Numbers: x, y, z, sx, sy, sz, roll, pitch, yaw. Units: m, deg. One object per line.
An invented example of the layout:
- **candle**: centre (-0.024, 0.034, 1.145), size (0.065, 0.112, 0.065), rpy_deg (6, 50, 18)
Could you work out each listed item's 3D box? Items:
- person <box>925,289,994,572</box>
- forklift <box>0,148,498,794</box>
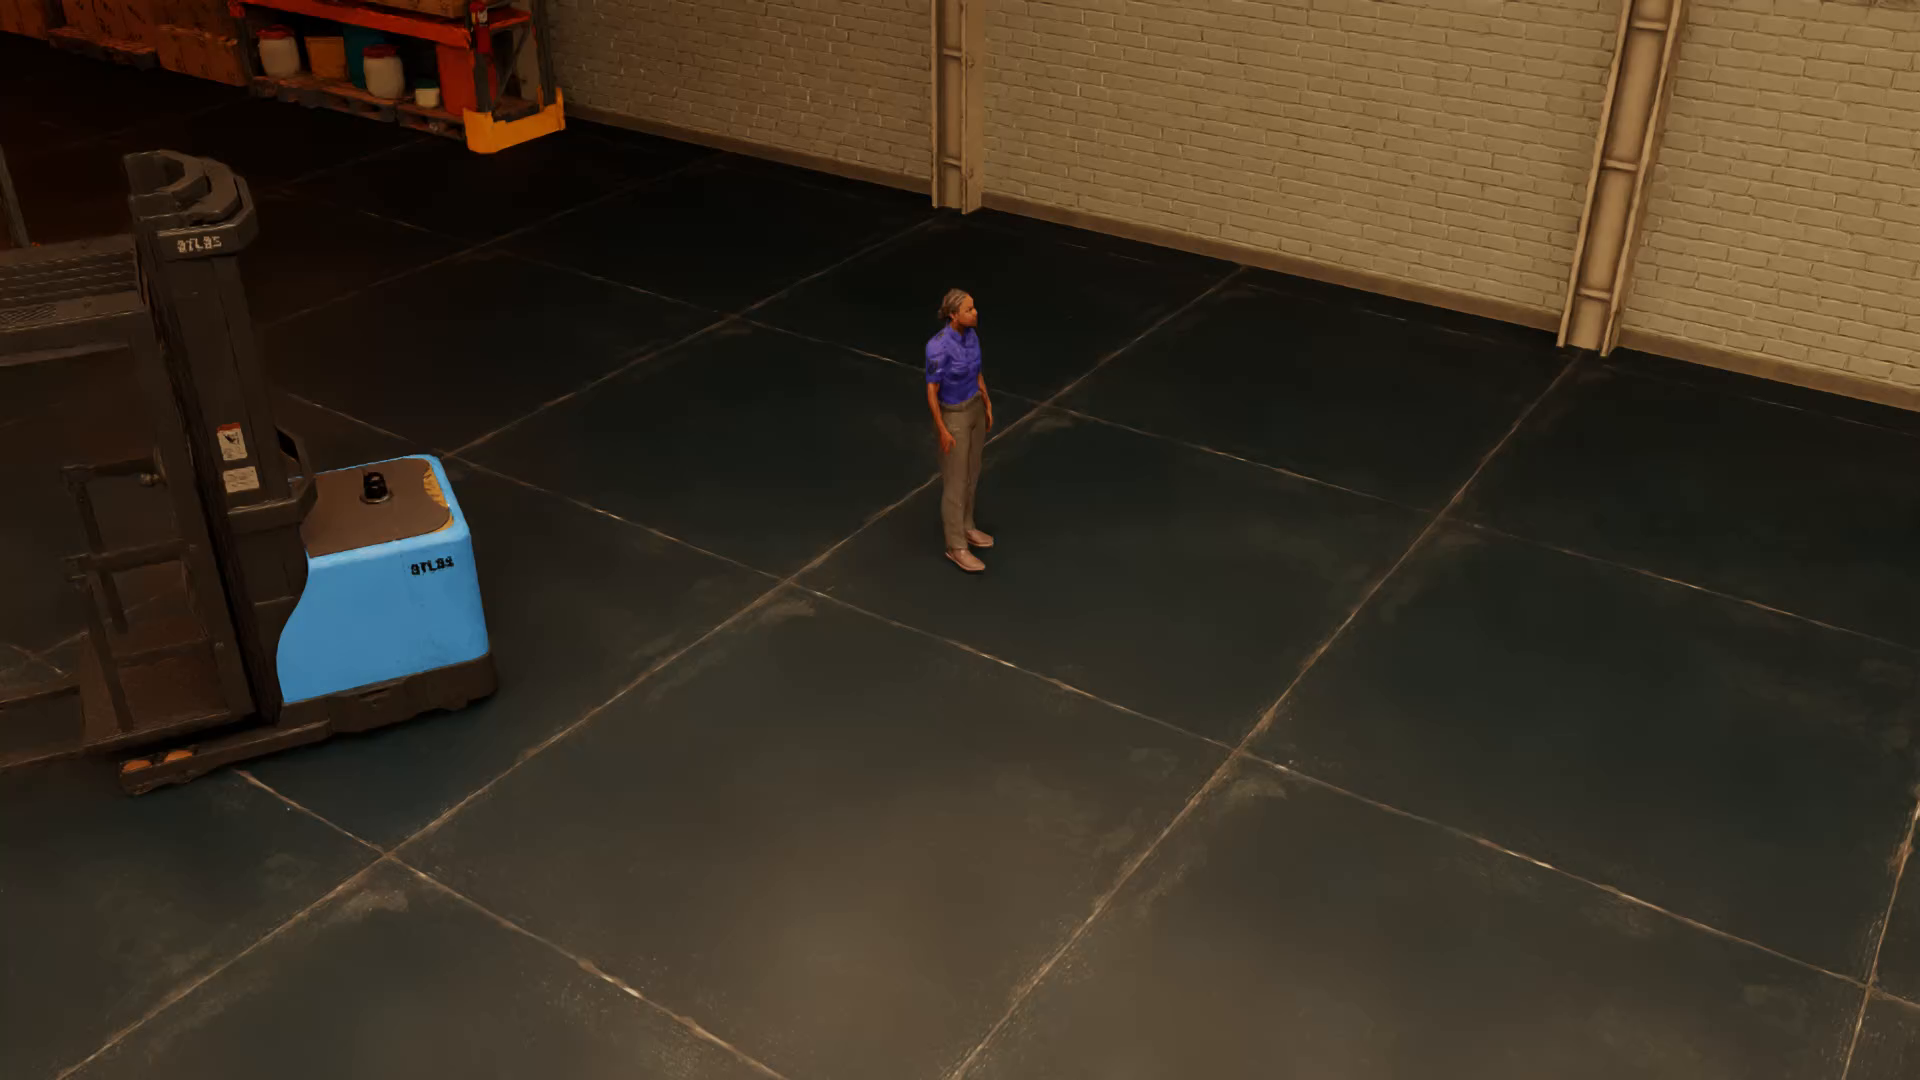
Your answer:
- **person**: centre (0.062, -0.684, 10.027), size (0.503, 1.642, 0.570), rpy_deg (19, 35, 29)
- **forklift**: centre (-4.059, -0.303, 8.102), size (3.031, 2.935, 1.130), rpy_deg (-13, 33, -22)
